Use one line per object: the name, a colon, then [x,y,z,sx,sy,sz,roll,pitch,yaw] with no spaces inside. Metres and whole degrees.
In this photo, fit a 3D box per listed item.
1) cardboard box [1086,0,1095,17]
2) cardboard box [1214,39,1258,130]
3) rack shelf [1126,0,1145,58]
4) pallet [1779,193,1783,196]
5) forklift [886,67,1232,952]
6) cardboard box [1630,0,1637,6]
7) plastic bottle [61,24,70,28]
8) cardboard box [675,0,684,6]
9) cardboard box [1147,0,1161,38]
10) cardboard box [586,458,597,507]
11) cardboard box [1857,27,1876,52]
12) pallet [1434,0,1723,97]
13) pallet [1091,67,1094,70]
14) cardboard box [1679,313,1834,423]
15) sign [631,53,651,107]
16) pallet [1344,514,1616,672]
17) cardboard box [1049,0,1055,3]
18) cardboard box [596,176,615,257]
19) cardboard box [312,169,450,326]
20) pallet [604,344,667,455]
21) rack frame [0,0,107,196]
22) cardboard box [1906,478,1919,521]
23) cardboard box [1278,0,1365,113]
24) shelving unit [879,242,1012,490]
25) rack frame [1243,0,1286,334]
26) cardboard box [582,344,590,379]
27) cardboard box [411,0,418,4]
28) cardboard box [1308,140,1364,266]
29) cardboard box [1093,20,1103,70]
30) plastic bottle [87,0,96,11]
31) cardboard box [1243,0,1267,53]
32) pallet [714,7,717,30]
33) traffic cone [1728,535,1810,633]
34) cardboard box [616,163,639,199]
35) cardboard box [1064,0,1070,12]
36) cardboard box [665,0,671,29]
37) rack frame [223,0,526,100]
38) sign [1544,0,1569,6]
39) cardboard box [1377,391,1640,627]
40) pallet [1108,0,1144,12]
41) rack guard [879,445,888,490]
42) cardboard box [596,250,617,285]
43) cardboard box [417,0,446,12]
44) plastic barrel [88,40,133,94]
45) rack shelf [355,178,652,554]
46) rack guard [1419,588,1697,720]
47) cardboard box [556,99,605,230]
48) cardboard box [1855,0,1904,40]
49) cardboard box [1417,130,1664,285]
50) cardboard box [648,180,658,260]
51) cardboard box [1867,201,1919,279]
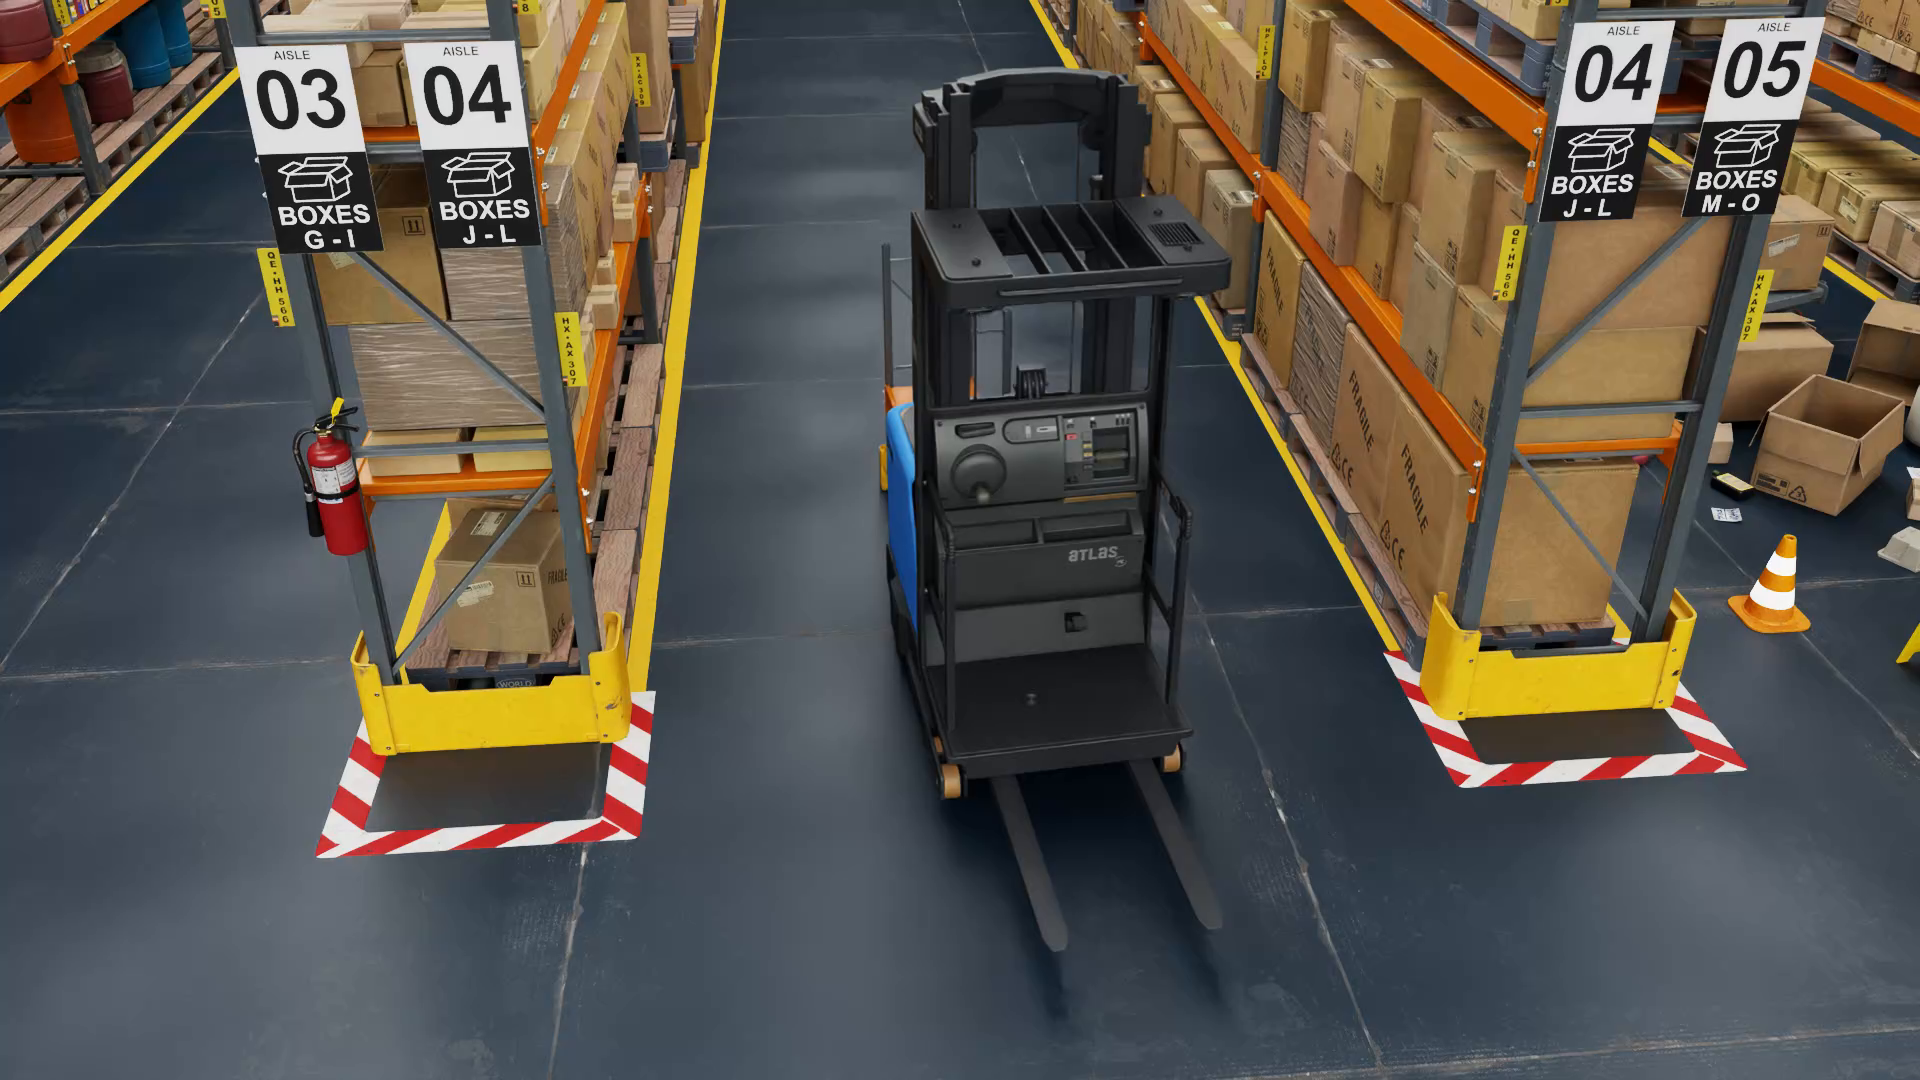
cardboard box: [1.555,-5.457,16.758,0.500,0.250,0.500,-2,31,-3]
cardboard box: [2.083,-3.160,11.518,0.500,0.500,0.500,-3,31,-5]
rack shelf: [1.884,-5.360,16.000,1.077,0.370,4.000,-3,31,-5]
pallet: [7.172,-2.719,13.596,1.003,0.211,1.213,-3,31,-5]
forklift: [0.393,-0.320,6.927,1.130,2.935,3.031,-5,31,-9]
cardboard box: [3.058,-2.415,7.181,0.380,0.149,0.250,-3,31,-4]
plastic bottle: [-7.527,-4.408,13.825,0.152,0.276,0.135,-3,31,-5]
cardboard box: [-2.651,-4.766,14.206,0.500,0.500,0.500,-2,31,-3]
cardboard box: [1.844,-4.449,13.675,0.500,0.500,0.500,-2,31,-4]
cardboard box: [-2.301,-0.428,9.070,0.500,0.500,0.500,0,31,0]
cardboard box: [6.960,-3.738,12.418,0.380,0.149,0.250,-3,31,-5]
pallet: [2.739,-2.191,7.155,1.003,0.211,1.213,-3,31,-5]
pallet: [1.888,-4.471,16.530,1.003,0.211,1.213,-3,31,-5]
cardboard box: [4.957,-1.091,10.454,0.797,0.637,0.503,-3,31,-5]
sign: [-1.964,-2.821,10.204,0.100,0.325,0.005,-3,31,-5]
pallet: [2.666,0.229,8.660,1.003,0.211,1.213,-3,31,-5]
cardboard box: [1.224,-6.359,19.341,0.380,0.149,0.250,-3,31,-5]
cardboard box: [-2.364,-1.850,9.035,0.875,0.500,0.500,-3,31,-5]
cardboard box: [-2.427,-1.246,7.049,0.500,0.500,0.500,-3,31,-5]
pallet: [-2.405,-0.881,10.519,1.003,0.211,1.213,-3,31,-5]
rack frame: [-7.808,-4.224,13.397,1.000,3.000,0.127,-3,31,-5]
cardboard box: [5.604,-0.200,9.440,0.380,0.149,0.250,13,33,21]
cardboard box: [2.445,-2.944,10.054,0.875,0.550,0.550,-3,31,-5]
shelving unit: [-0.086,-0.735,9.019,0.587,1.500,1.083,-5,31,-9]
rack frame: [2.445,-2.606,10.687,1.000,3.000,0.127,-3,31,-5]
cardboard box: [-1.975,-0.810,7.926,0.380,0.149,0.250,-3,31,-5]
cardboard box: [-2.454,-2.431,7.227,0.380,0.149,0.250,-2,31,-4]
cardboard box: [2.498,-1.921,9.395,0.875,0.550,0.550,-3,31,-5]
cardboard box: [1.616,-4.870,16.507,0.500,0.500,0.500,-2,31,-4]
plastic bottle: [-7.537,-4.718,14.337,0.061,0.283,0.133,-3,31,-5]
cardboard box: [2.342,-3.593,11.268,0.700,0.500,0.500,-3,31,-5]
pallet: [-3.244,-5.699,18.585,1.003,0.211,1.213,-3,31,-5]
traffic cone: [4.183,0.187,8.486,0.336,0.463,0.334,-3,31,-5]
cardboard box: [-2.190,-2.216,10.280,0.380,0.149,0.250,-3,31,-5]
cardboard box: [1.351,-5.920,18.316,0.380,0.149,0.250,-2,31,-4]
cardboard box: [-2.635,-4.131,12.734,0.700,0.500,0.500,2,31,3]
rack frame: [-2.129,-2.953,5.418,1.000,3.000,0.127,-3,31,-5]
sign: [2.277,-2.178,6.260,0.100,0.325,0.005,-3,31,-5]
cardboard box: [2.689,-0.175,8.280,0.875,0.875,0.875,-3,31,-4]
pallet: [1.898,-4.924,14.756,1.213,0.211,1.003,-3,31,-5]
rack guard: [-0.178,-0.450,9.759,0.587,0.250,0.087,-5,31,-9]
cardboard box: [-2.065,-1.449,8.997,0.380,0.149,0.250,-3,31,-5]
cardboard box: [-1.999,-2.184,6.813,0.380,0.149,0.250,-3,31,-5]
plastic barrel: [-8.118,-4.446,15.785,0.421,0.512,0.421,0,31,0]
rack shelf: [-2.316,-1.090,8.851,1.077,0.370,4.000,-3,31,-5]
rack guard: [2.821,0.522,7.889,1.175,0.500,0.348,-3,31,-5]
cardboard box: [-1.997,-1.782,7.945,0.500,0.500,0.500,-3,31,-5]
cardboard box: [7.002,-3.987,12.203,0.500,0.500,0.500,-2,31,-3]
cardboard box: [2.679,-1.559,7.736,0.875,0.550,0.550,-3,31,-5]
cardboard box: [-2.618,-2.380,12.318,0.700,0.500,0.500,-5,31,-9]
cardboard box: [7.312,-2.214,12.185,0.950,0.372,0.625,-2,31,-4]
